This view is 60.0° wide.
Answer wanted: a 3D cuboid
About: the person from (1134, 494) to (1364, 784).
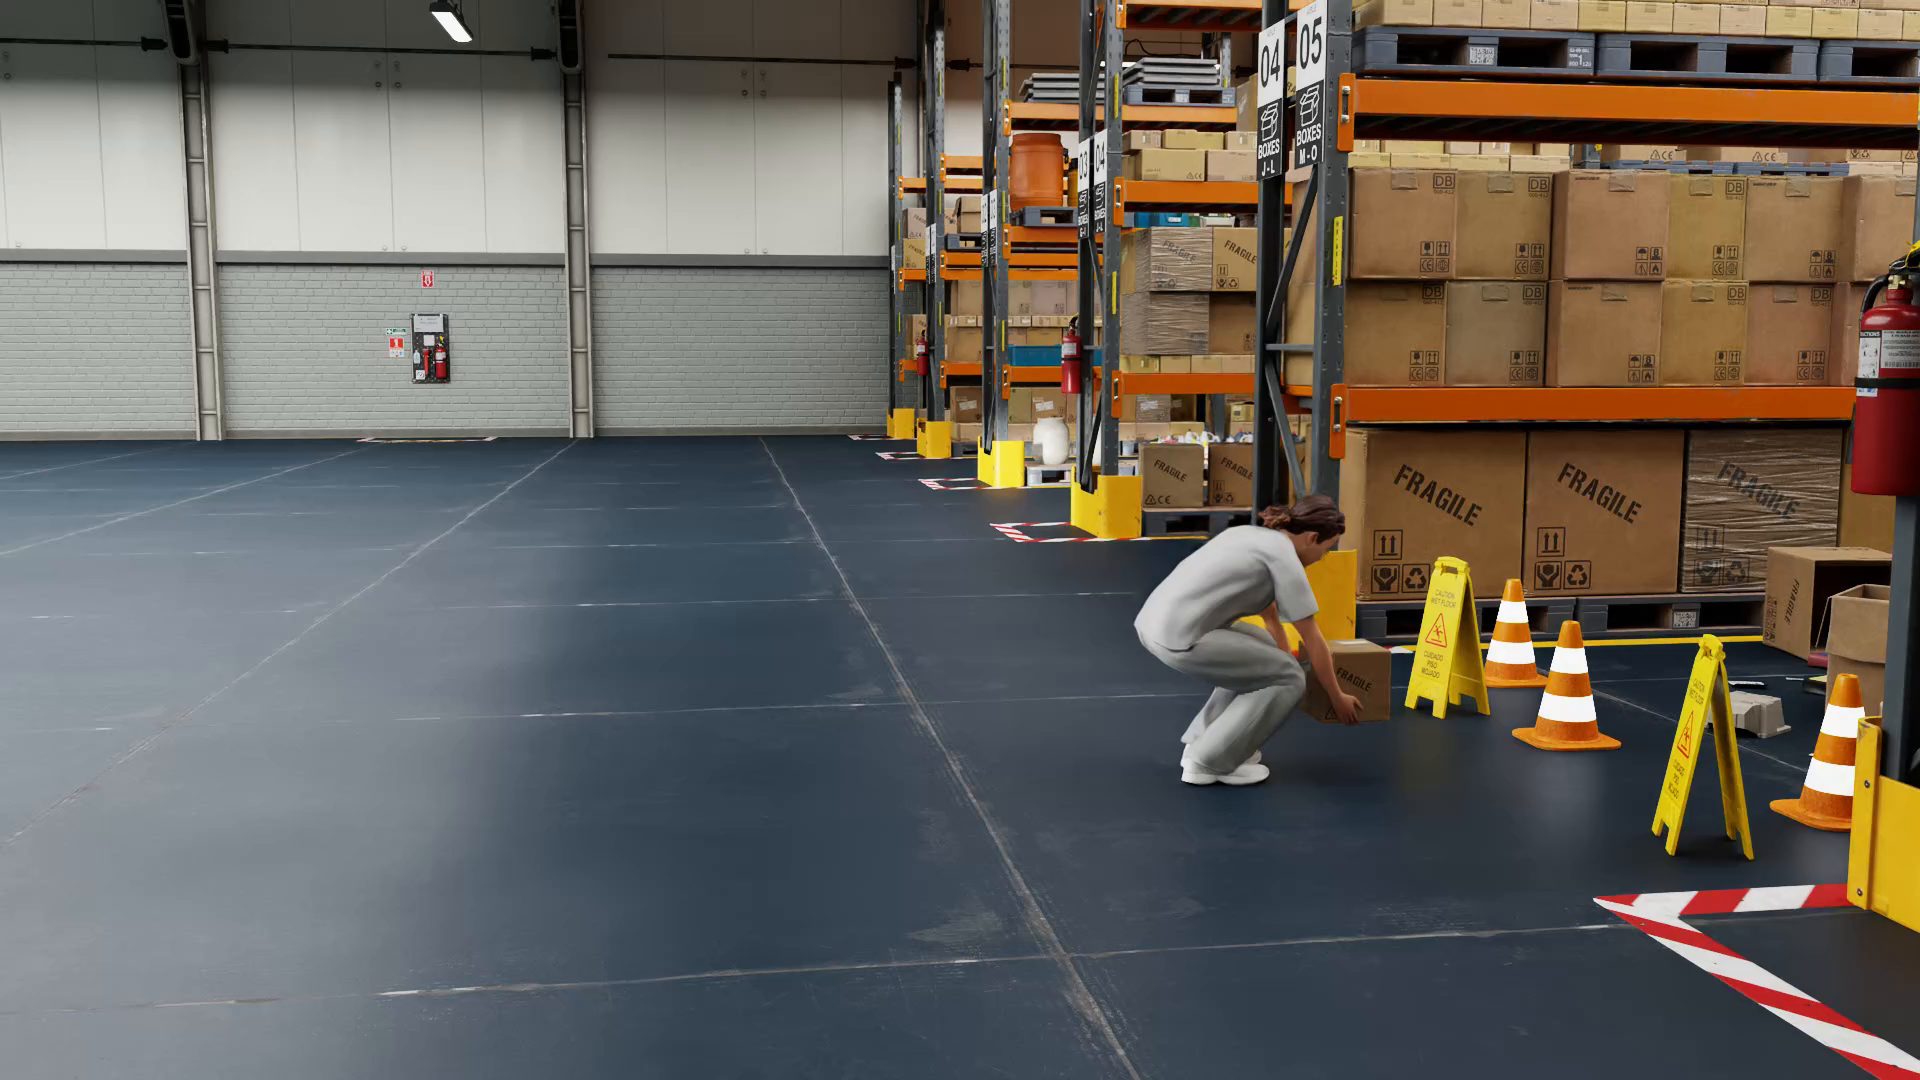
[{"bbox_3d":[1.003,0.337,5.880,0.783,0.992,0.486,-1,7,-9],"label":"person"}]
